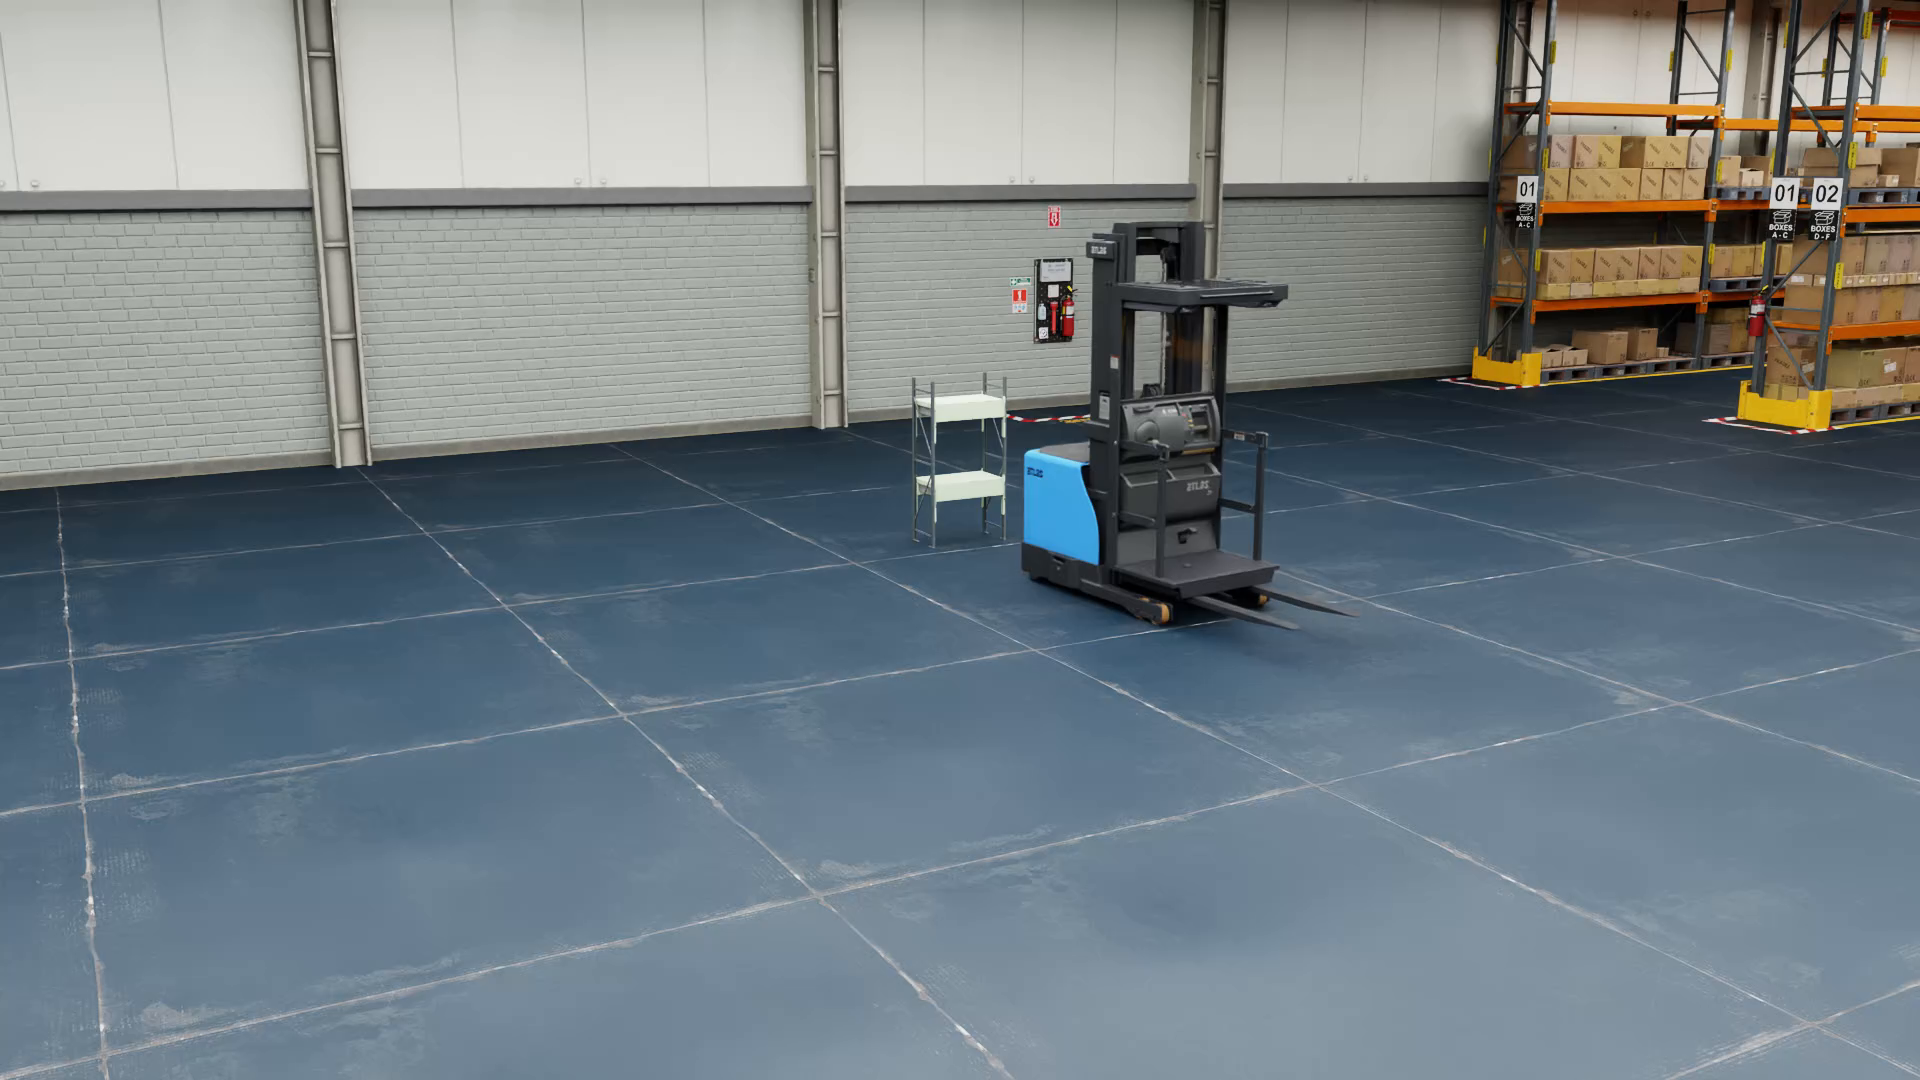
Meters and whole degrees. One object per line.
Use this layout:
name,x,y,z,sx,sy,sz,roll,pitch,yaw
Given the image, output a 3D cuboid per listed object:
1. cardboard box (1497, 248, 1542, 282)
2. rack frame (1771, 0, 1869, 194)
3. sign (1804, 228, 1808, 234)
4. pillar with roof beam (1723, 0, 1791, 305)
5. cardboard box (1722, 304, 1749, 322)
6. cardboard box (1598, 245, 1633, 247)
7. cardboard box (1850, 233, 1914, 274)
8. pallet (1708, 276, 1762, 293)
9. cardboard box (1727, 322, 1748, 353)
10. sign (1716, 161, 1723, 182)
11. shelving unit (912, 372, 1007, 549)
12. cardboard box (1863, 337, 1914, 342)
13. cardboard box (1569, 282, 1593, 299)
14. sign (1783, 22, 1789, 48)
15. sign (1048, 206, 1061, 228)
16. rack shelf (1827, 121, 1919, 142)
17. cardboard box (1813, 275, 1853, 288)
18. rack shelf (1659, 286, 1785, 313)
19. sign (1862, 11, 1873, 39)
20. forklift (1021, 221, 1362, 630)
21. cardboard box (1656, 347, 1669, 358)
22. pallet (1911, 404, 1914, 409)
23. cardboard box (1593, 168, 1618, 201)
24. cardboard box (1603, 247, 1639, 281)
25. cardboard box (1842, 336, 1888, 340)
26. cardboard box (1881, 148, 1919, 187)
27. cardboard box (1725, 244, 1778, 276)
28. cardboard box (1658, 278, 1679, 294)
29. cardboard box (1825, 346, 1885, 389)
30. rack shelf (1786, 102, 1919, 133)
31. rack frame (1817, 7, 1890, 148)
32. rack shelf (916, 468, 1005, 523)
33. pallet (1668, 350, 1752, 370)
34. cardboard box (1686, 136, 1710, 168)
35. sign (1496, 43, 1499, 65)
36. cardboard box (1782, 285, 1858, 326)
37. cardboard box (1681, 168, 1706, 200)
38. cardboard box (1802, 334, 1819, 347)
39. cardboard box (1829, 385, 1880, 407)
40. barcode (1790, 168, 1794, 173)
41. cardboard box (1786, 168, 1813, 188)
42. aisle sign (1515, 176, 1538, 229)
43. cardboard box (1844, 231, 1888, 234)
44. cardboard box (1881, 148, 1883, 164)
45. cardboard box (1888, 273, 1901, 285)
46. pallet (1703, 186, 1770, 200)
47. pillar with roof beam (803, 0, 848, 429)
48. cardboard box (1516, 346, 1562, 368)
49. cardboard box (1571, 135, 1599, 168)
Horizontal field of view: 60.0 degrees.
cardboard box,8.930,-4.376,26.452,0.500,0.500,0.500,-7,14,-28
rack frame,10.995,-5.956,21.219,0.127,3.000,1.000,-7,14,-28
sign,15.371,-5.496,30.204,0.005,0.325,0.100,-7,14,-28
pillar with roof beam,16.147,-6.952,25.646,0.548,9.000,9.100,-7,14,-28
cardboard box,13.607,-3.948,28.945,0.500,0.250,0.500,-7,15,-29
cardboard box,10.720,-4.592,27.412,0.500,0.500,0.500,-6,14,-26
cardboard box,12.358,-3.873,22.443,0.500,0.500,0.700,-7,14,-28
pallet,12.869,-4.363,28.242,1.213,0.211,1.003,-7,14,-28
cardboard box,13.196,-3.544,28.857,0.500,0.500,0.700,-7,15,-29
sign,12.395,-6.016,27.141,0.005,0.325,0.100,-7,14,-28
shelving unit,-0.006,-0.731,15.082,0.755,1.500,0.431,-7,14,-28
cardboard box,13.071,-2.586,23.505,0.500,0.500,0.500,-7,14,-28
cardboard box,9.647,-3.968,26.344,0.500,0.250,0.500,-7,15,-30
sign,10.747,-6.556,21.579,0.005,0.325,0.100,-7,14,-28
sign,1.309,-4.489,23.086,0.199,0.298,0.001,-7,14,-28
rack shelf,17.395,-7.416,30.257,4.000,0.370,1.077,-7,14,-28
cardboard box,11.442,-3.394,21.795,0.250,0.149,0.380,-7,14,-28
rack shelf,13.884,-4.264,29.002,4.000,0.370,1.077,-7,14,-28
sign,11.255,-6.381,20.621,0.005,0.325,0.100,-7,14,-28
forklift,1.749,-0.911,12.624,1.130,2.935,3.031,-8,15,-33
cardboard box,11.673,-3.175,27.975,0.250,0.166,0.380,-9,16,-35
pallet,13.787,-2.014,23.718,1.213,0.211,1.003,-7,14,-28
cardboard box,9.973,-5.597,26.184,0.500,0.500,0.500,-6,14,-25
cardboard box,10.523,-4.438,26.726,0.500,0.500,0.500,-6,14,-26
cardboard box,16.348,-4.033,30.279,0.750,0.750,0.750,-7,14,-29
cardboard box,12.583,-4.937,22.018,0.500,0.500,0.500,-7,14,-28
cardboard box,13.649,-4.847,28.727,0.500,0.500,0.700,-5,14,-20
cardboard box,11.417,-4.182,27.295,0.500,0.250,0.500,-7,14,-28
cardboard box,12.010,-2.325,22.347,0.500,0.500,0.500,-7,14,-28
rack shelf,12.750,-5.620,22.277,4.000,0.370,1.077,-7,14,-28
rack frame,15.640,-7.752,29.199,0.127,3.000,1.000,-7,14,-28
rack shelf,-0.006,-0.413,15.154,0.720,0.370,0.431,-7,14,-28
pallet,12.811,-3.126,28.659,1.213,0.211,1.003,-7,14,-28
cardboard box,11.819,-6.309,27.069,0.500,0.500,0.500,-8,15,-33
sign,8.370,-7.552,25.824,0.005,0.325,0.100,-7,14,-28
cardboard box,11.410,-3.125,22.074,0.500,0.500,0.700,-7,14,-28
cardboard box,11.802,-5.825,27.197,0.500,0.500,0.500,-6,14,-26
cardboard box,15.033,-3.734,29.703,0.500,0.500,0.700,-7,14,-27
cardboard box,12.009,-1.959,22.431,0.500,0.250,0.500,-7,14,-28
barcode,11.028,-4.900,22.039,0.075,0.075,0.001,-7,14,-28
cardboard box,14.457,-6.230,28.988,0.637,0.503,0.797,-5,14,-20
aisle sign,8.698,-5.186,25.542,0.004,0.787,0.394,-7,14,-28
cardboard box,16.187,-5.396,29.735,0.500,0.250,0.500,-6,14,-27
cardboard box,13.000,-5.088,22.684,0.637,0.503,0.797,-5,14,-22
cardboard box,12.348,-3.503,22.279,0.250,0.149,0.380,-7,15,-30
pallet,12.722,-5.820,27.877,1.003,0.211,1.213,-7,14,-28
pillar with roof beam,0.348,-5.058,17.232,0.400,9.000,9.100,-7,14,-28
cardboard box,9.268,-2.942,26.611,0.500,0.311,0.500,-9,15,-34
cardboard box,9.537,-6.030,25.829,0.500,0.500,0.500,-7,14,-29
